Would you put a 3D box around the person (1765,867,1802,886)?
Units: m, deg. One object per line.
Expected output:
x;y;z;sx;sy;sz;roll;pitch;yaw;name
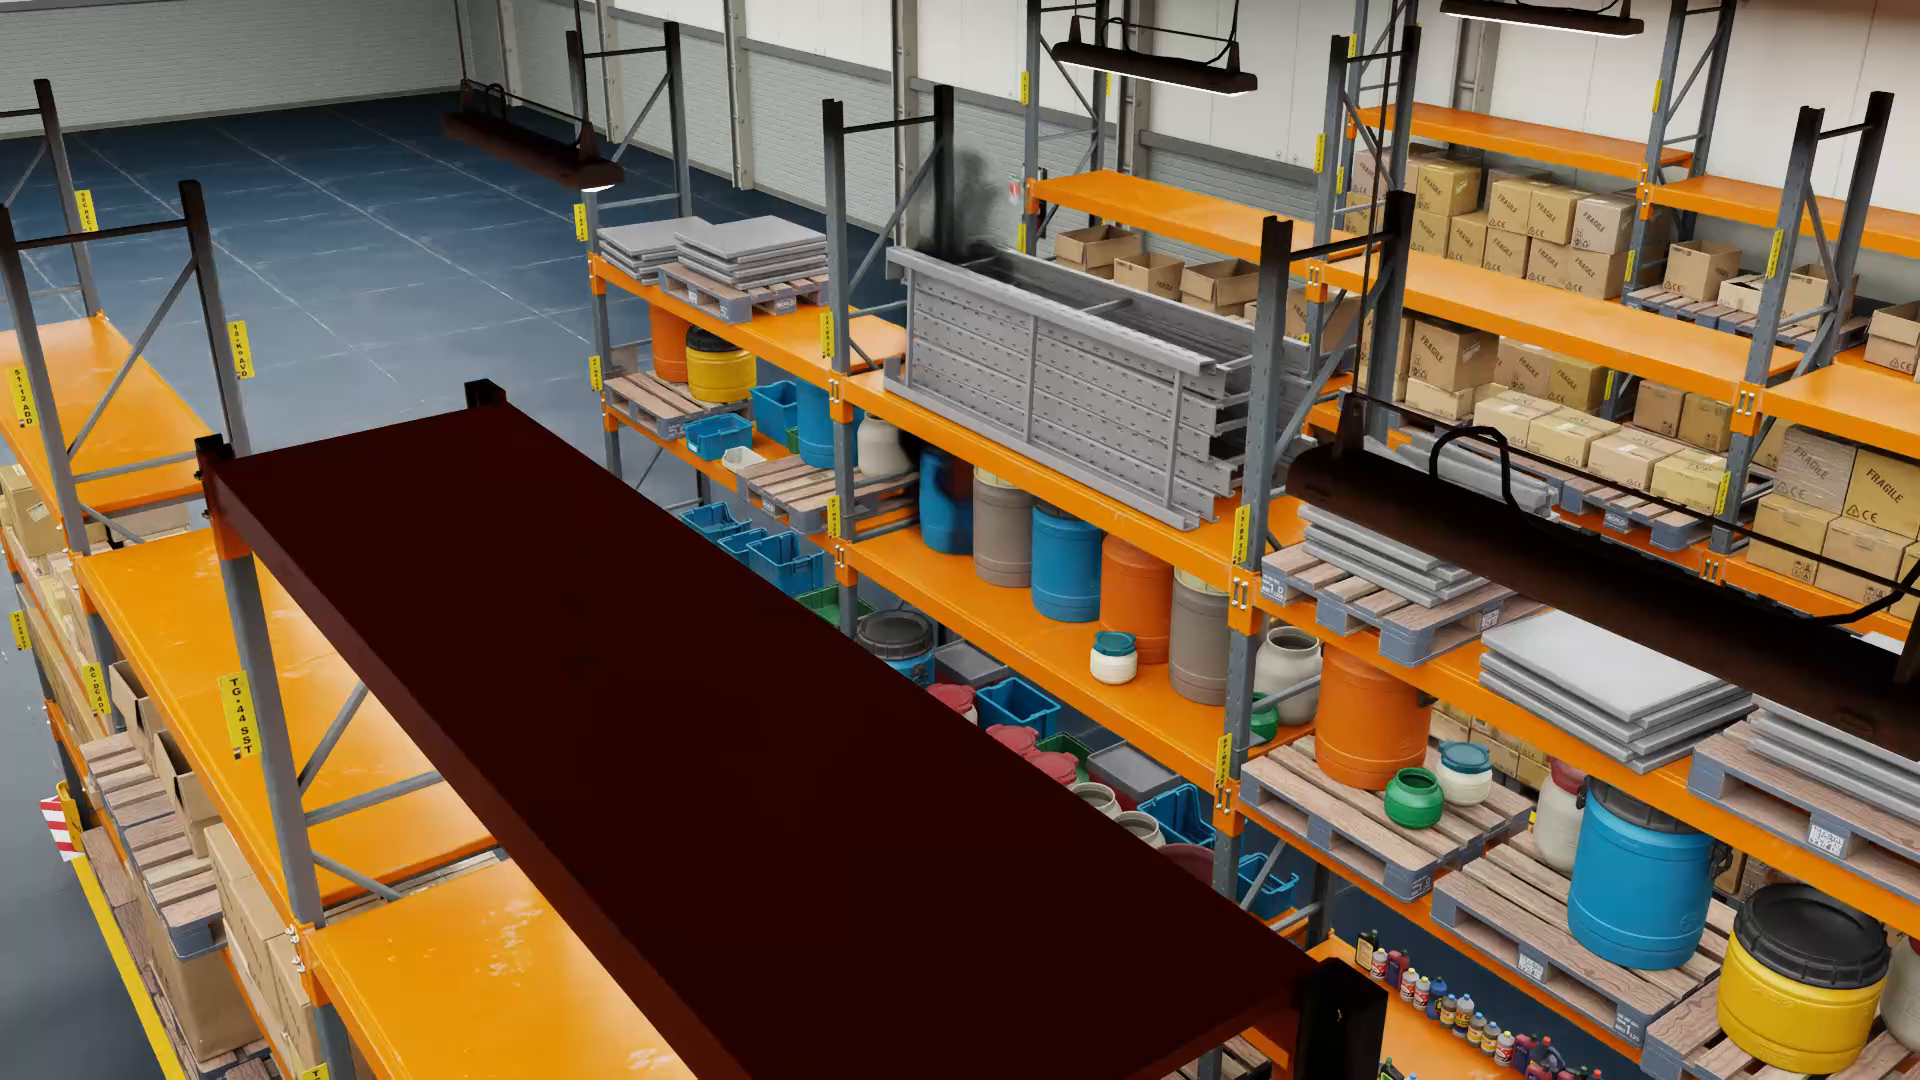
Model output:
5.303;2.854;10.905;0.525;1.611;0.820;-19;31;-35;person
